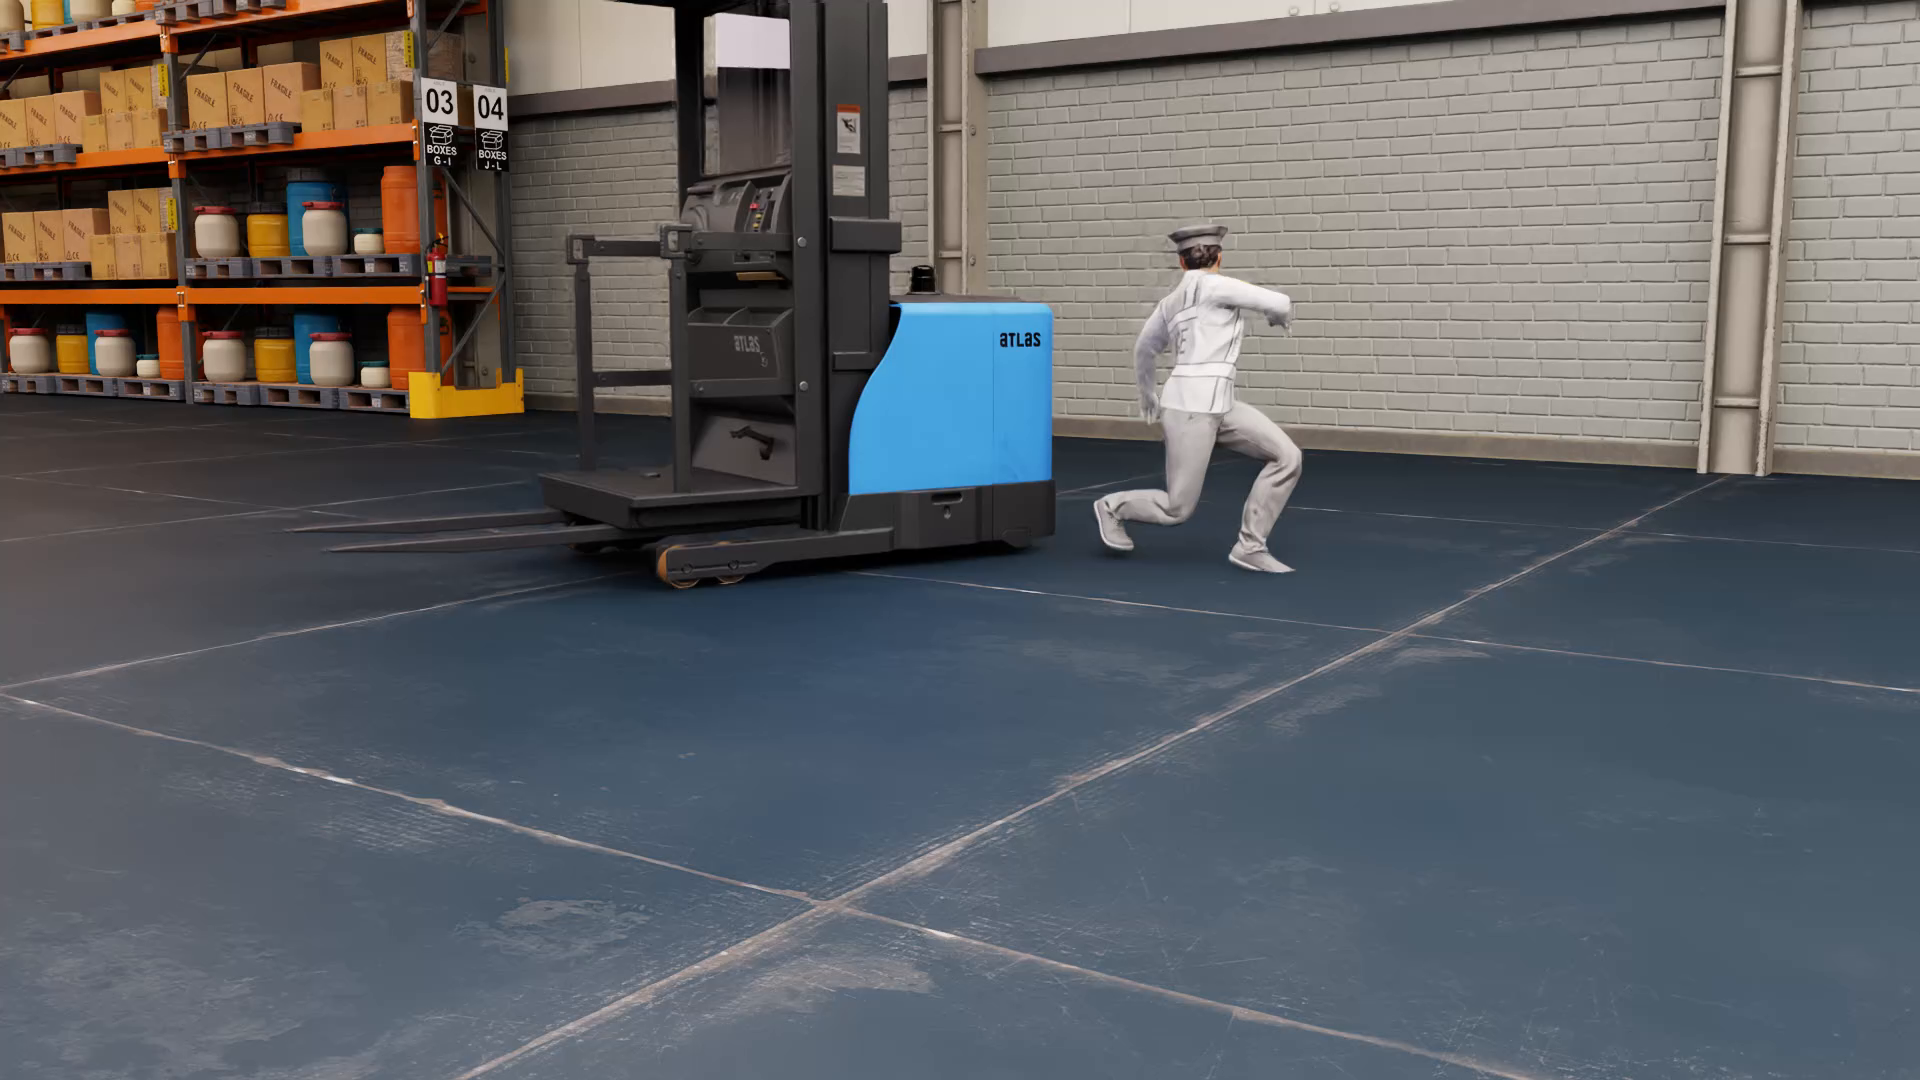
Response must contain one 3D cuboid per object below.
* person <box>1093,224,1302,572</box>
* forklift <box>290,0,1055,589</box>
[{"bbox_3d":[0.997,-0.581,6.917,0.918,1.443,0.670,3,9,22],"label":"person"},{"bbox_3d":[-1.098,-1.350,6.687,3.031,2.935,1.130,-5,10,-33],"label":"forklift"}]
